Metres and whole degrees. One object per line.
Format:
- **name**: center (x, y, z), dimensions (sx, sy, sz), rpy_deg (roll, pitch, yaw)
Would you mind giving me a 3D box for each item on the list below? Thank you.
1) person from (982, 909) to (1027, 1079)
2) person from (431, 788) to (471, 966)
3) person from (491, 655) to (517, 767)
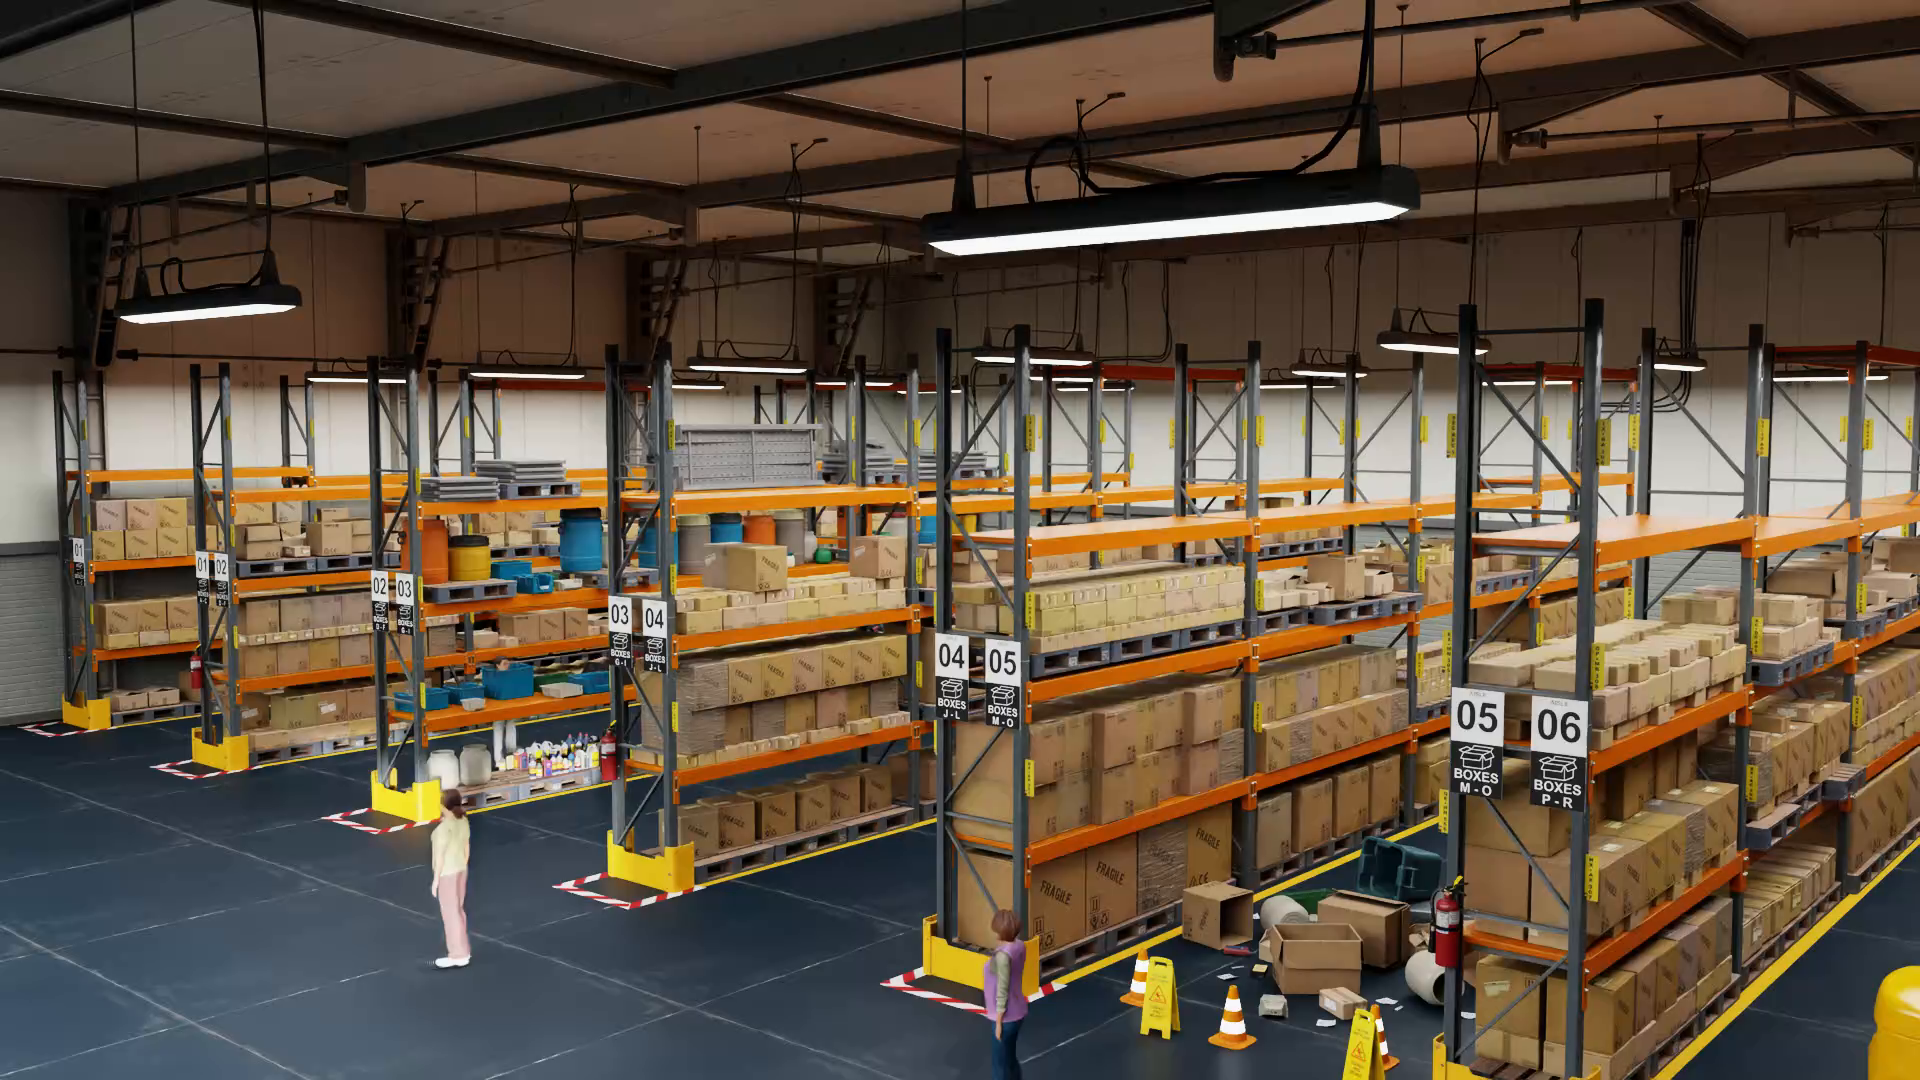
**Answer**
- **person**: center (0.302, 3.484, 12.133), dimensions (0.368, 1.595, 0.490), rpy_deg (1, 4, 9)
- **person**: center (-4.813, 3.203, 15.733), dimensions (0.363, 1.708, 0.554), rpy_deg (1, 4, 12)
- **person**: center (-6.780, 2.546, 24.691), dimensions (0.411, 1.686, 0.460), rpy_deg (4, 6, 44)
